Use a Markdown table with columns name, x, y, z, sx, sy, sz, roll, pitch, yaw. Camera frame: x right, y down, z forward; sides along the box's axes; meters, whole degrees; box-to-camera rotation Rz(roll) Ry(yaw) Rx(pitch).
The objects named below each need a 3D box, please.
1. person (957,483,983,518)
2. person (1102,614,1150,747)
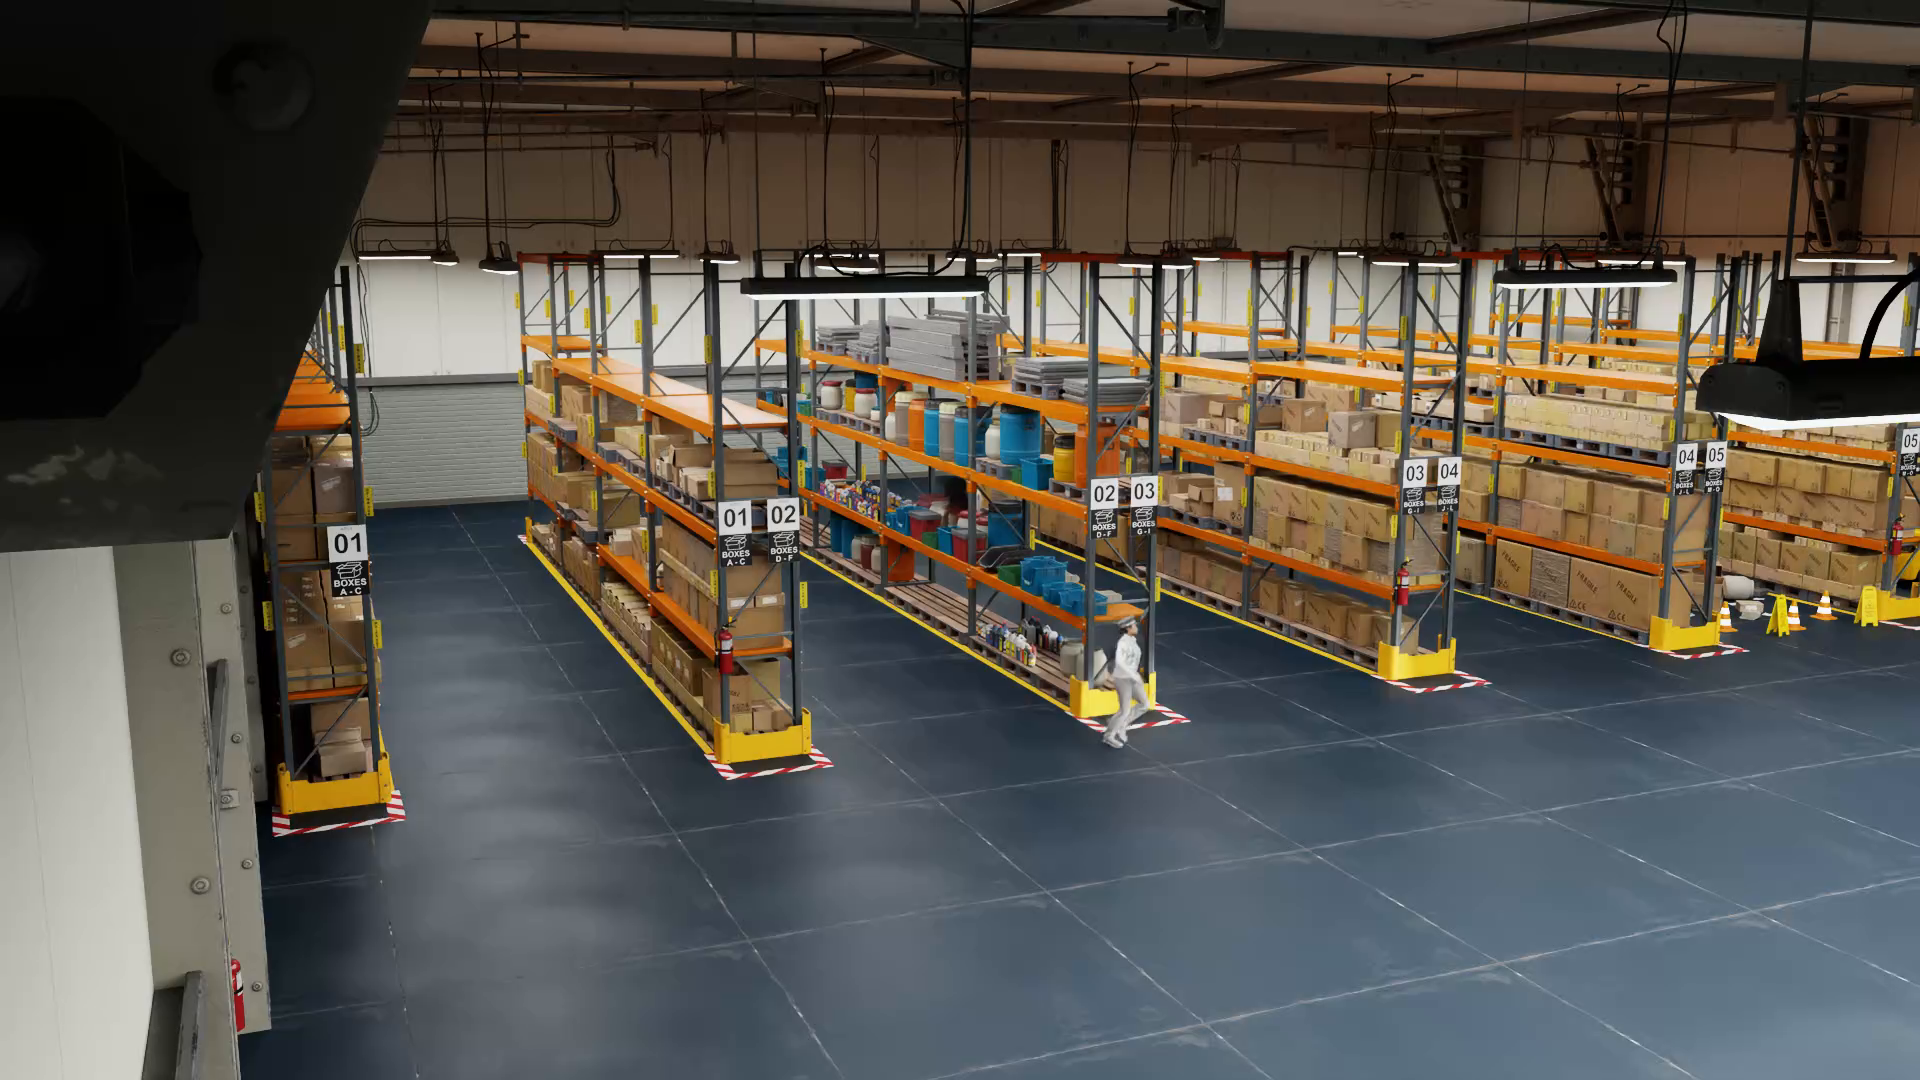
| name | x | y | z | sx | sy | sz | roll | pitch | yaw |
| --- | --- | --- | --- | --- | --- | --- | --- | --- | --- |
| person | 0.232 | -0.341 | 32.030 | 0.659 | 1.830 | 0.762 | -6 | 12 | -30 |
| person | 2.128 | 1.748 | 20.935 | 0.550 | 1.632 | 0.675 | 4 | 11 | 21 |
